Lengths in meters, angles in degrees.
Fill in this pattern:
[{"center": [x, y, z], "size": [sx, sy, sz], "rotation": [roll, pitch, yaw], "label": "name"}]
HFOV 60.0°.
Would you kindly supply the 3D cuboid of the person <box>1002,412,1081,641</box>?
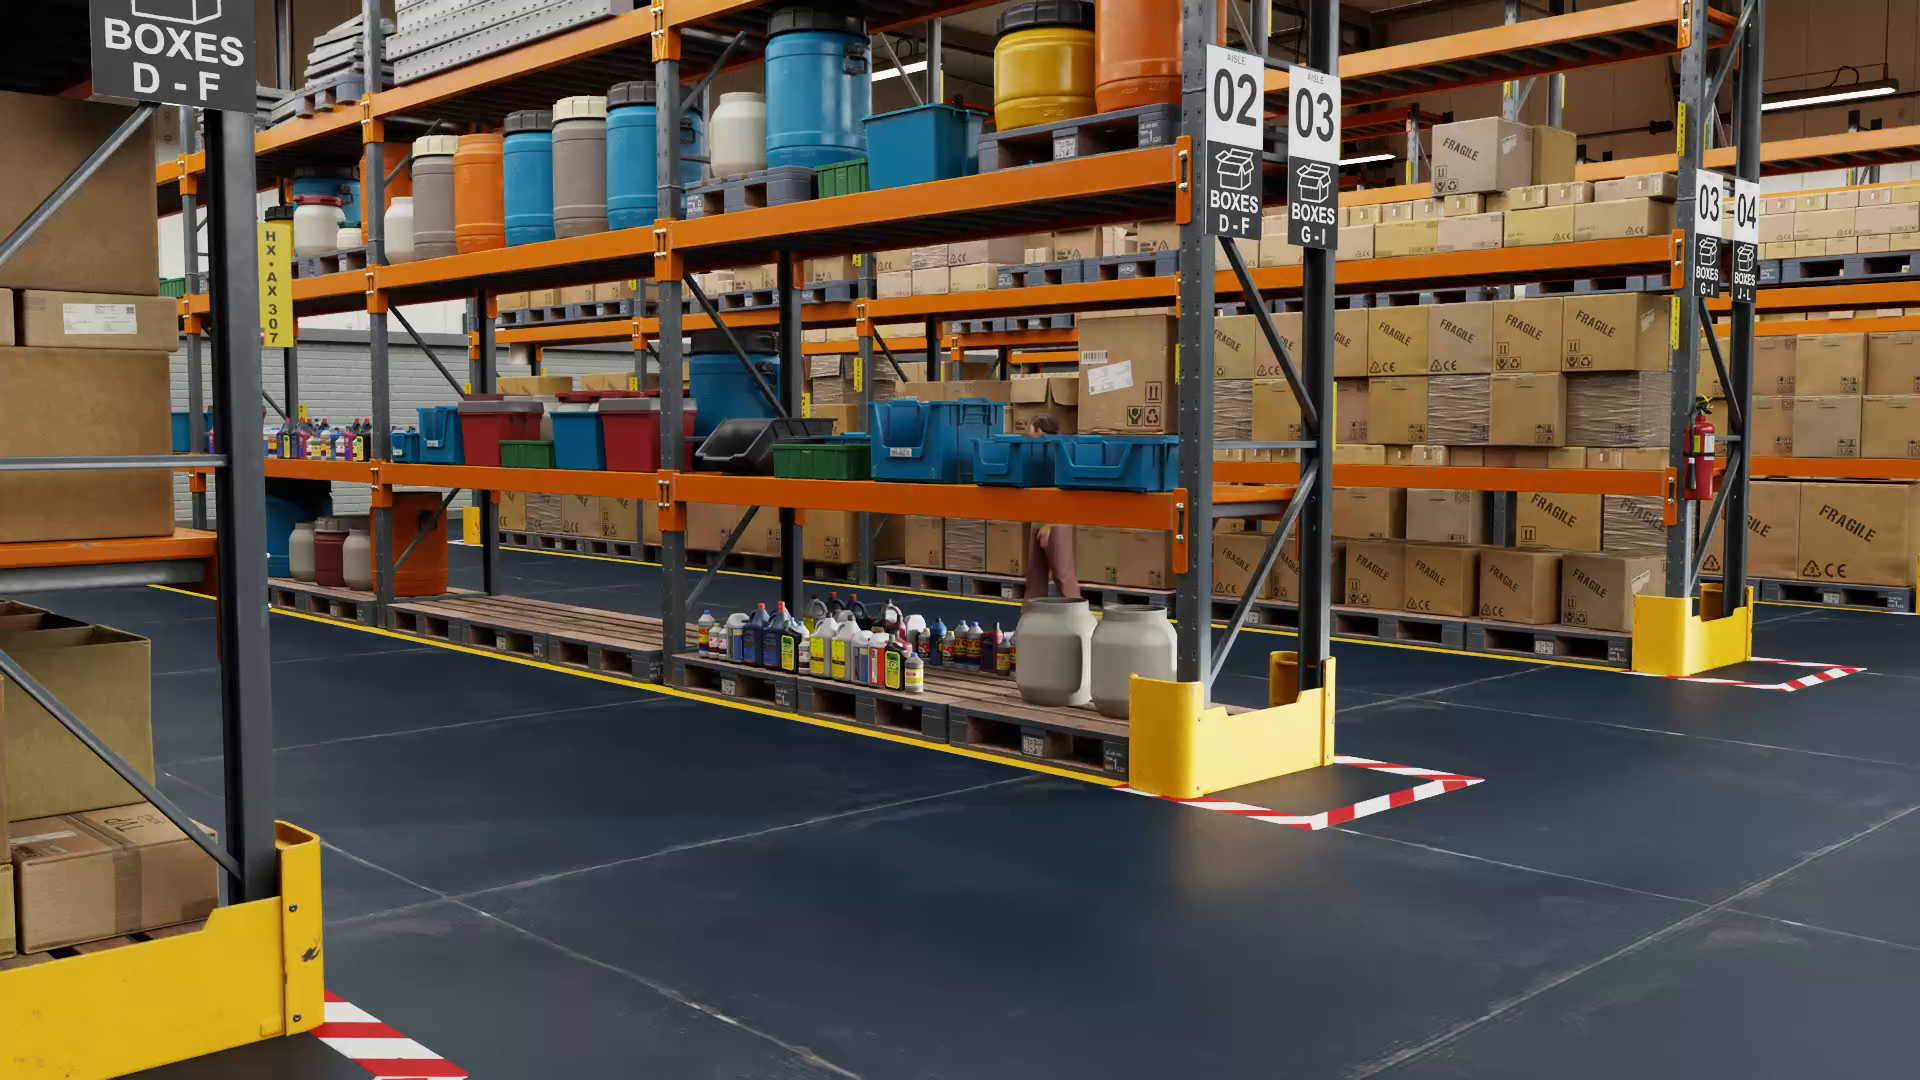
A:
[{"center": [0.605, -0.081, 11.893], "size": [0.594, 1.666, 0.528], "rotation": [-1, 4, -12], "label": "person"}]
